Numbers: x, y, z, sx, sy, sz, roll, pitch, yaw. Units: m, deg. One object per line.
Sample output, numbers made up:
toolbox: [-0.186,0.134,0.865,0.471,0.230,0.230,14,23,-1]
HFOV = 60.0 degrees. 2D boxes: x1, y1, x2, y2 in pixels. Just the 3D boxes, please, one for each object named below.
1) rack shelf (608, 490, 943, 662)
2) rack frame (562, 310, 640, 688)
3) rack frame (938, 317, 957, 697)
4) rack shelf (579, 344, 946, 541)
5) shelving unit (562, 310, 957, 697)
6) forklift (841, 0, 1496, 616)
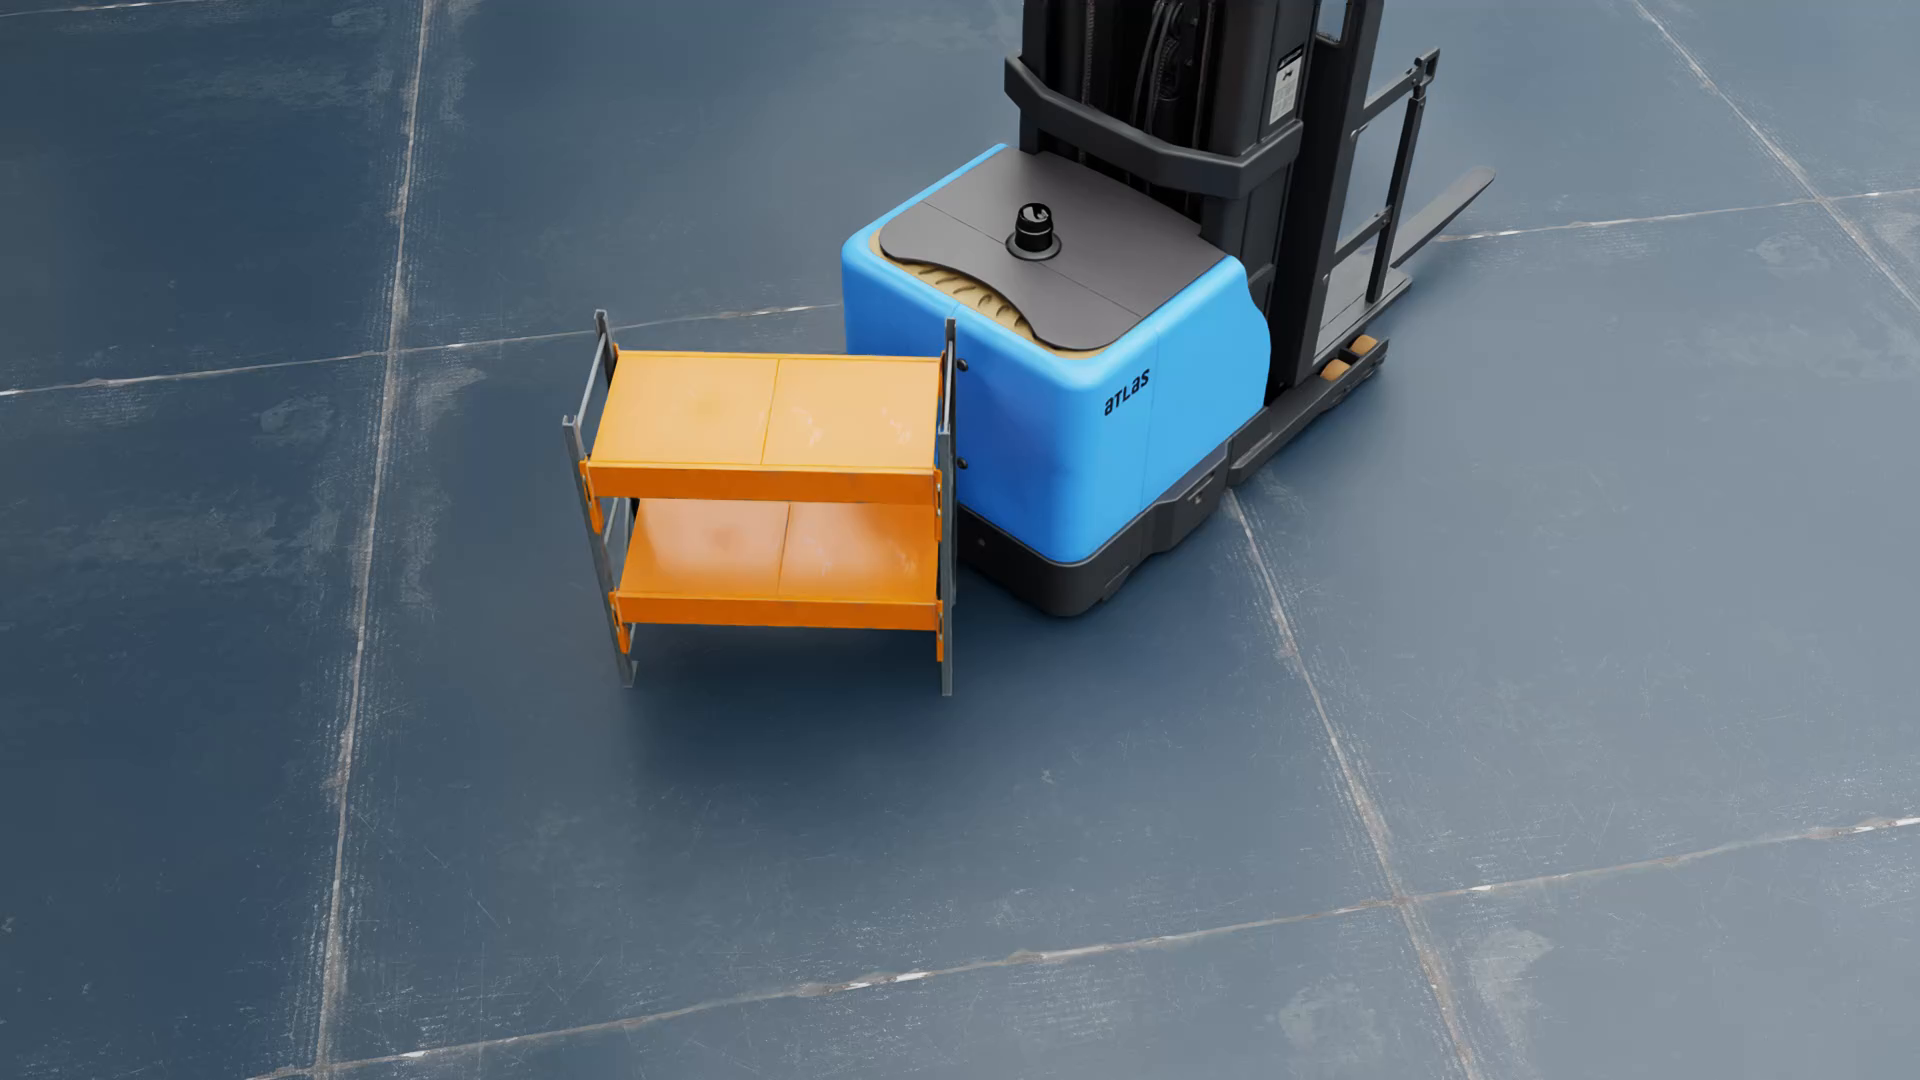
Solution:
rack shelf: [-0.542,0.083,5.228,1.000,0.278,0.538,1,46,1]
rack frame: [-1.050,-0.099,5.064,0.032,1.125,0.500,1,46,1]
rack frame: [-0.034,-0.074,5.040,0.032,1.125,0.500,1,46,1]
rack shelf: [-0.542,-0.289,4.841,1.000,0.278,0.538,1,46,1]
shelving unit: [-0.542,-0.086,5.052,1.048,1.125,0.538,1,46,1]
forklift: [0.972,-1.748,5.399,1.130,2.935,3.031,33,54,28]
